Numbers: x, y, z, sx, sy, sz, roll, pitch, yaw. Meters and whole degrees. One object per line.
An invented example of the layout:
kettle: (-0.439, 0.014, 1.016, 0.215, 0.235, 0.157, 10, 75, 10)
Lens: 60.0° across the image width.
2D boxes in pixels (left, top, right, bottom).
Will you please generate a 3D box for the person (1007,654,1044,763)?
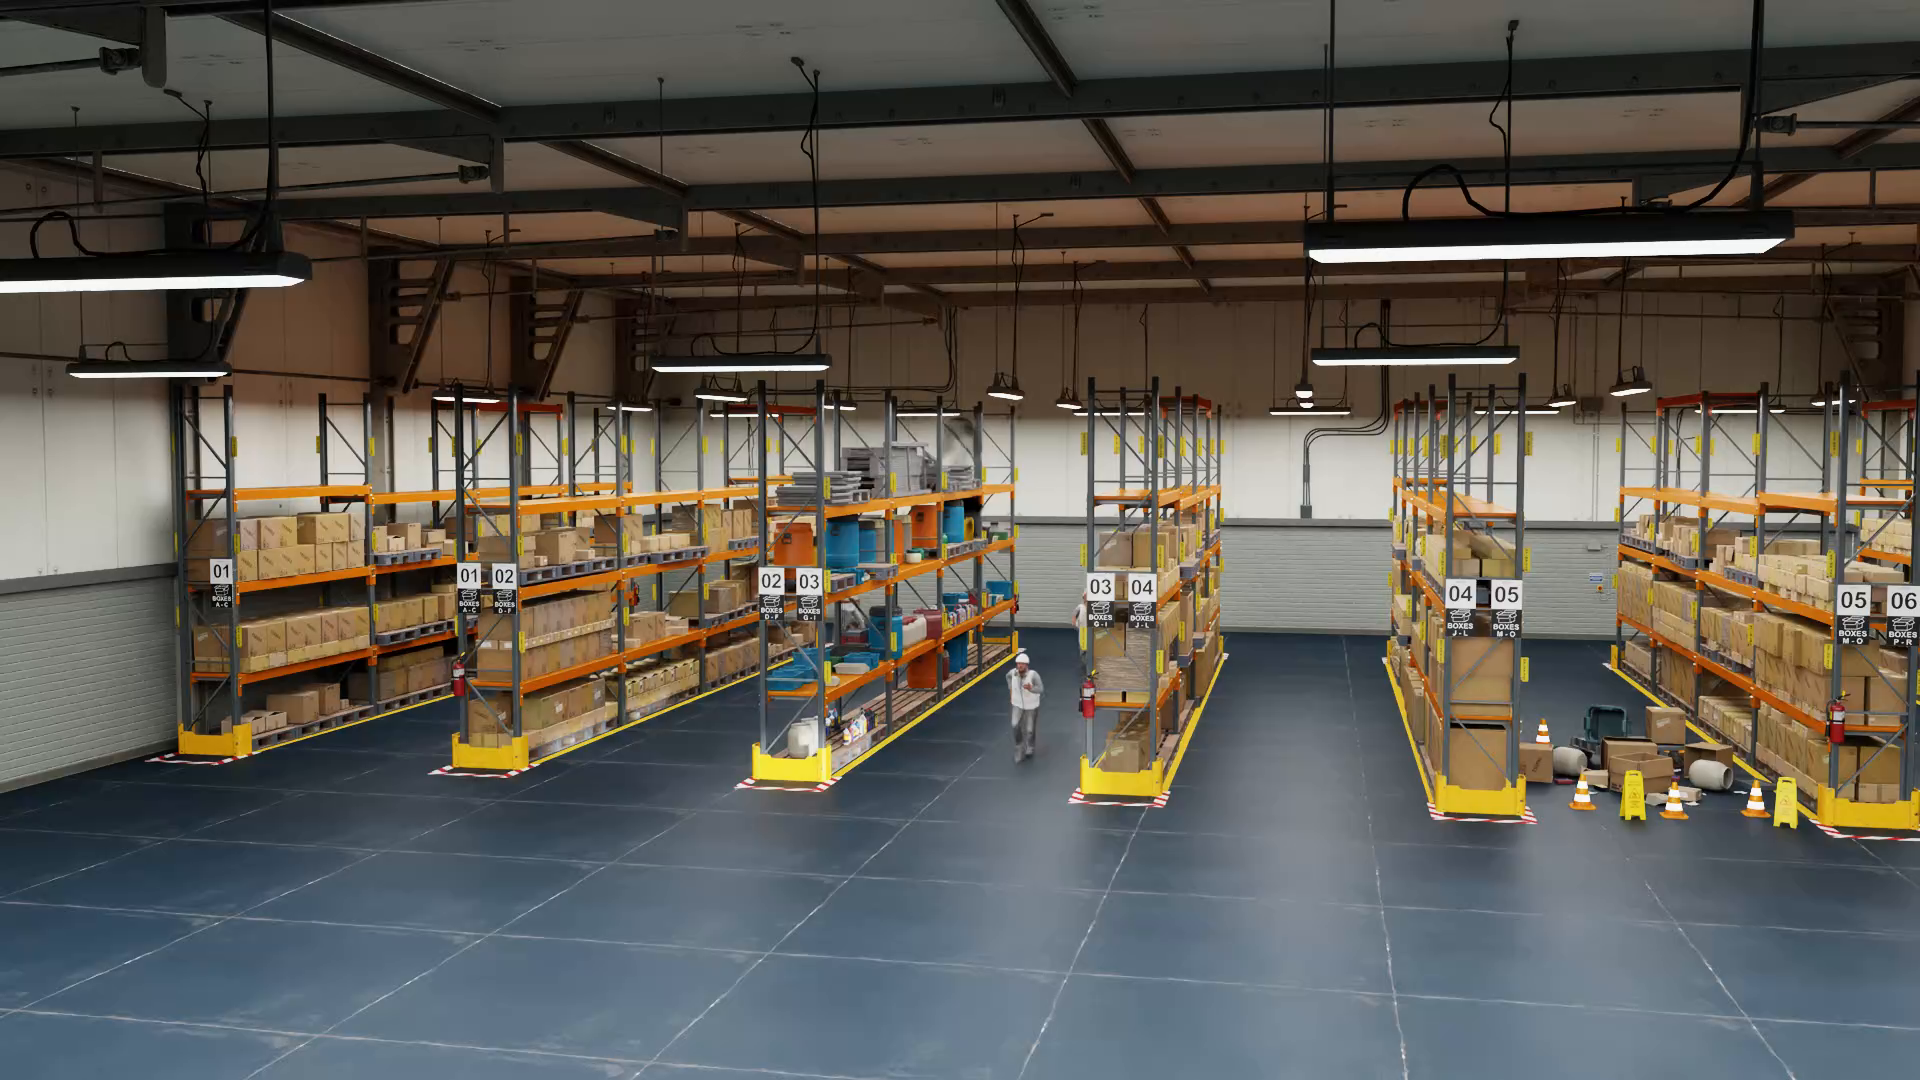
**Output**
person: (1.035, 2.651, 26.445, 0.647, 1.743, 0.924, 1, 3, 11)

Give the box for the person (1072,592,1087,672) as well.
person: (2.846, 2.042, 37.229, 0.657, 1.771, 0.863, 0, 3, 0)

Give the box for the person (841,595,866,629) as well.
person: (-2.768, 1.766, 42.049, 1.000, 1.760, 0.708, 3, 4, 43)

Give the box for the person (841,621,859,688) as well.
person: (-2.201, 2.358, 34.174, 0.569, 1.435, 0.869, 0, 3, 4)
